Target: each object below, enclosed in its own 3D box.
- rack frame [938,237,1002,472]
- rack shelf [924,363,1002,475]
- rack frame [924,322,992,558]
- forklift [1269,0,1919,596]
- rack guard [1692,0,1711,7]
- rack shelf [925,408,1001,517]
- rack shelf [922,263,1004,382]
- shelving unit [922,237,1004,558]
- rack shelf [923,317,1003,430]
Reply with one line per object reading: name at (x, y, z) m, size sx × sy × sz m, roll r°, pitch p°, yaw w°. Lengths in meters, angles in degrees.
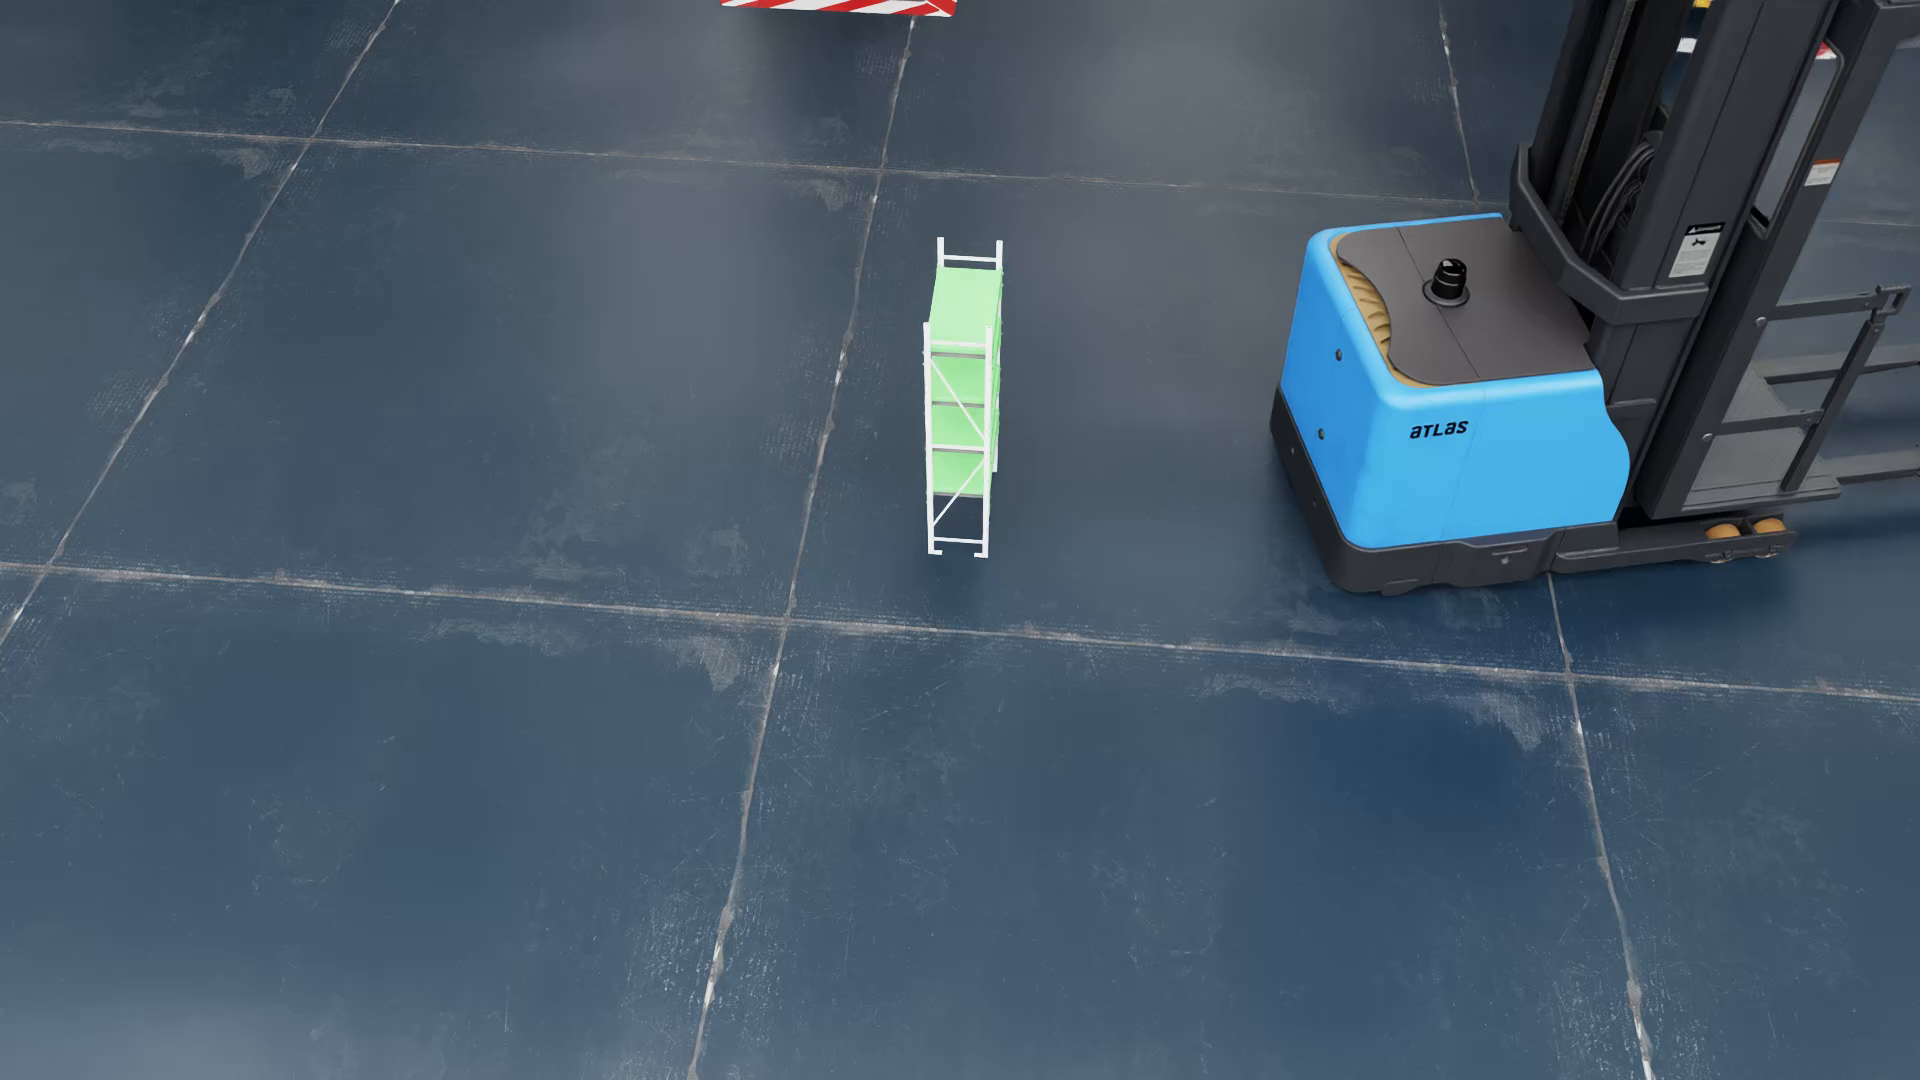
rack frame at (0.037, -0.706, 6.608) m, size 0.240 × 1.200 × 0.015 m, roll 4°, pitch 48°, yaw 4°
rack shelf at (0.015, -0.483, 6.492) m, size 0.258 × 0.148 × 0.480 m, roll 4°, pitch 48°, yaw 4°
rack frame at (-0.007, -0.347, 6.280) m, size 0.240 × 1.200 × 0.015 m, roll 4°, pitch 48°, yaw 4°
forklift at (2.888, -1.277, 5.958) m, size 3.031 × 2.935 × 1.130 m, roll -7°, pitch 48°, yaw -6°
rack guard at (4.276, -3.359, 9.510) m, size 1.175 × 0.500 × 0.348 m, roll 4°, pitch 48°, yaw 4°
rack shelf at (0.015, -0.321, 6.669) m, size 0.258 × 0.148 × 0.480 m, roll 4°, pitch 48°, yaw 4°
rack shelf at (0.015, -0.807, 6.137) m, size 0.258 × 0.148 × 0.480 m, roll 4°, pitch 48°, yaw 4°
shelving unit at (0.015, -0.527, 6.444) m, size 0.258 × 1.200 × 0.503 m, roll 4°, pitch 48°, yaw 4°
rack shelf at (0.015, -0.645, 6.314) m, size 0.258 × 0.148 × 0.480 m, roll 4°, pitch 48°, yaw 4°
